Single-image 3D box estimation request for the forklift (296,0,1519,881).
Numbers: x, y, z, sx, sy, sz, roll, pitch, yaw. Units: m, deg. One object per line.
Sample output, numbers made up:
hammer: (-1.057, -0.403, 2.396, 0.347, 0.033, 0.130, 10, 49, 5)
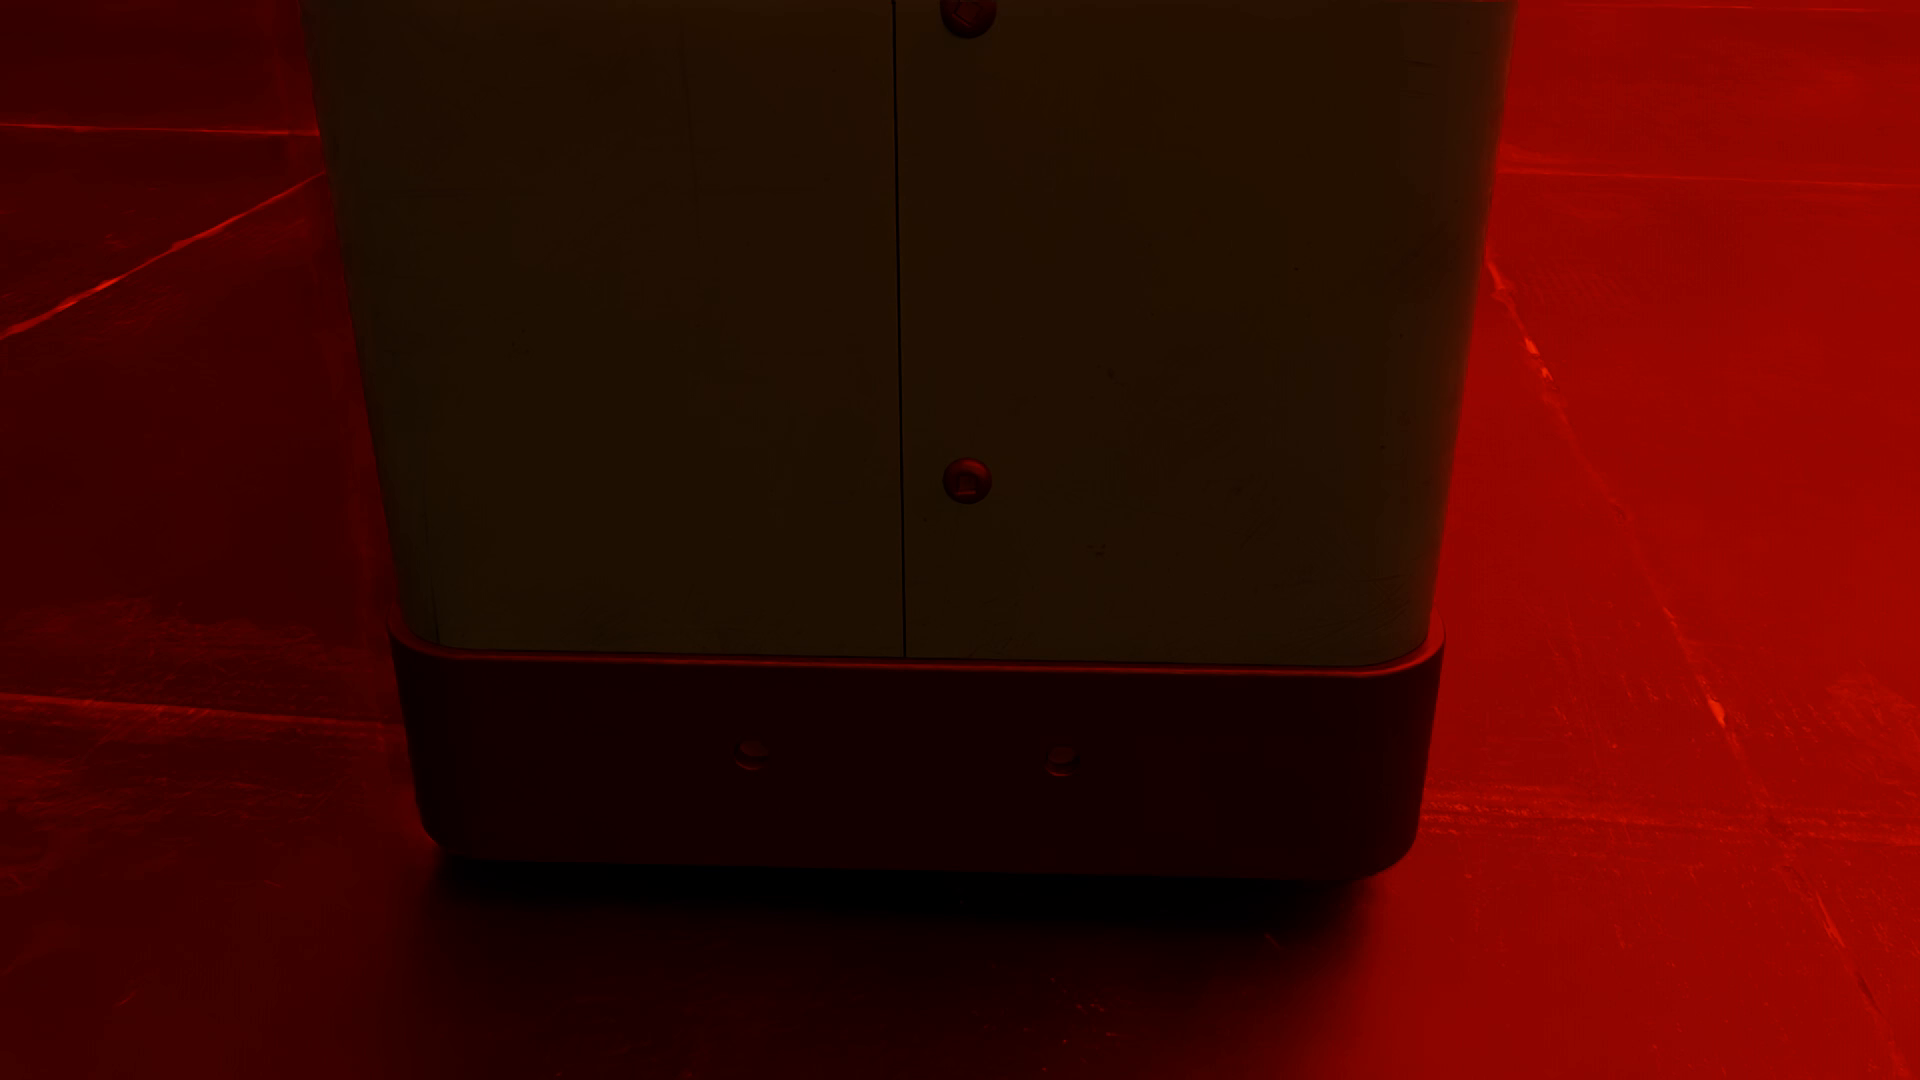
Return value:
forklift: (0.005, -1.590, 2.403, 1.130, 2.935, 3.031, 1, 27, 2)
